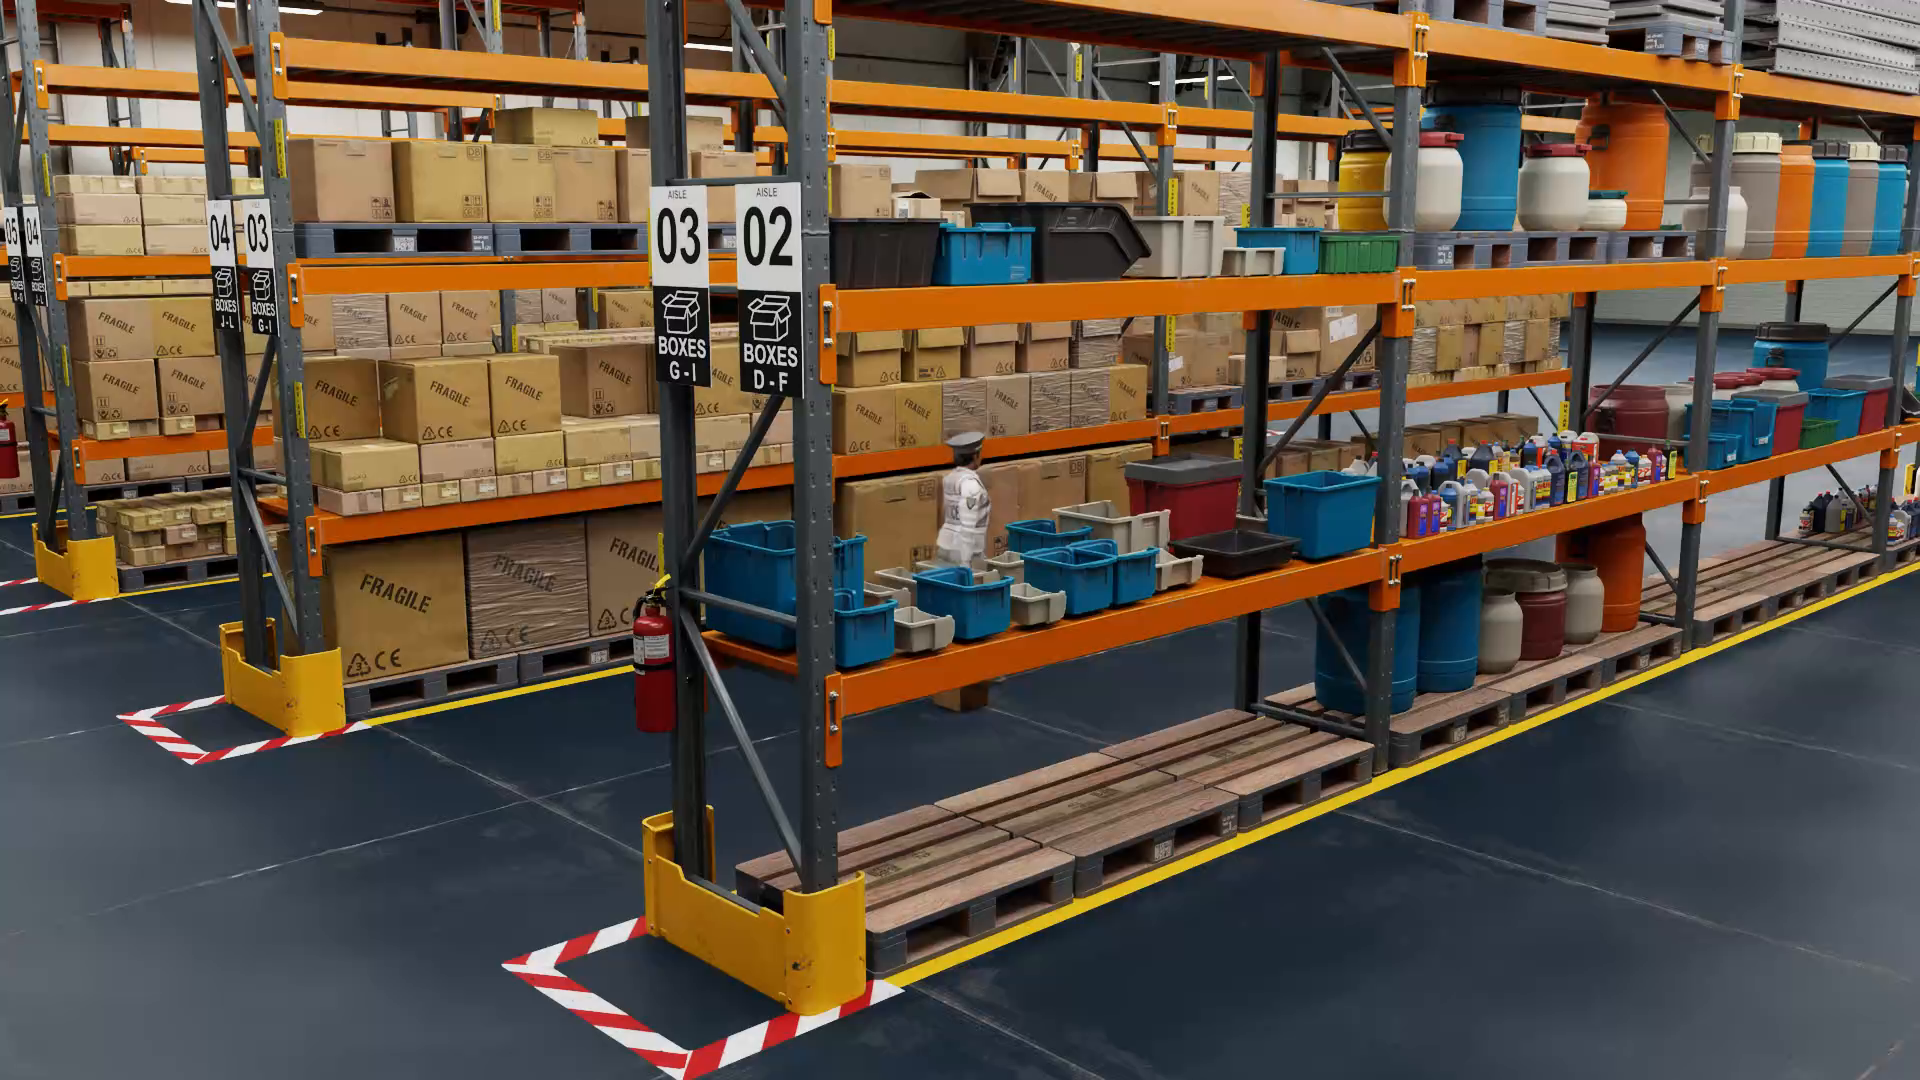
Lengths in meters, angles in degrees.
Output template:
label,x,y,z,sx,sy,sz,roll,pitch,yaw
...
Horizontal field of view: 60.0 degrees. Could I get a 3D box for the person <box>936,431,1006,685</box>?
label,x,y,z,sx,sy,sz,roll,pitch,yaw
person,-0.003,0.125,11.186,0.511,1.695,0.545,-6,12,-27
